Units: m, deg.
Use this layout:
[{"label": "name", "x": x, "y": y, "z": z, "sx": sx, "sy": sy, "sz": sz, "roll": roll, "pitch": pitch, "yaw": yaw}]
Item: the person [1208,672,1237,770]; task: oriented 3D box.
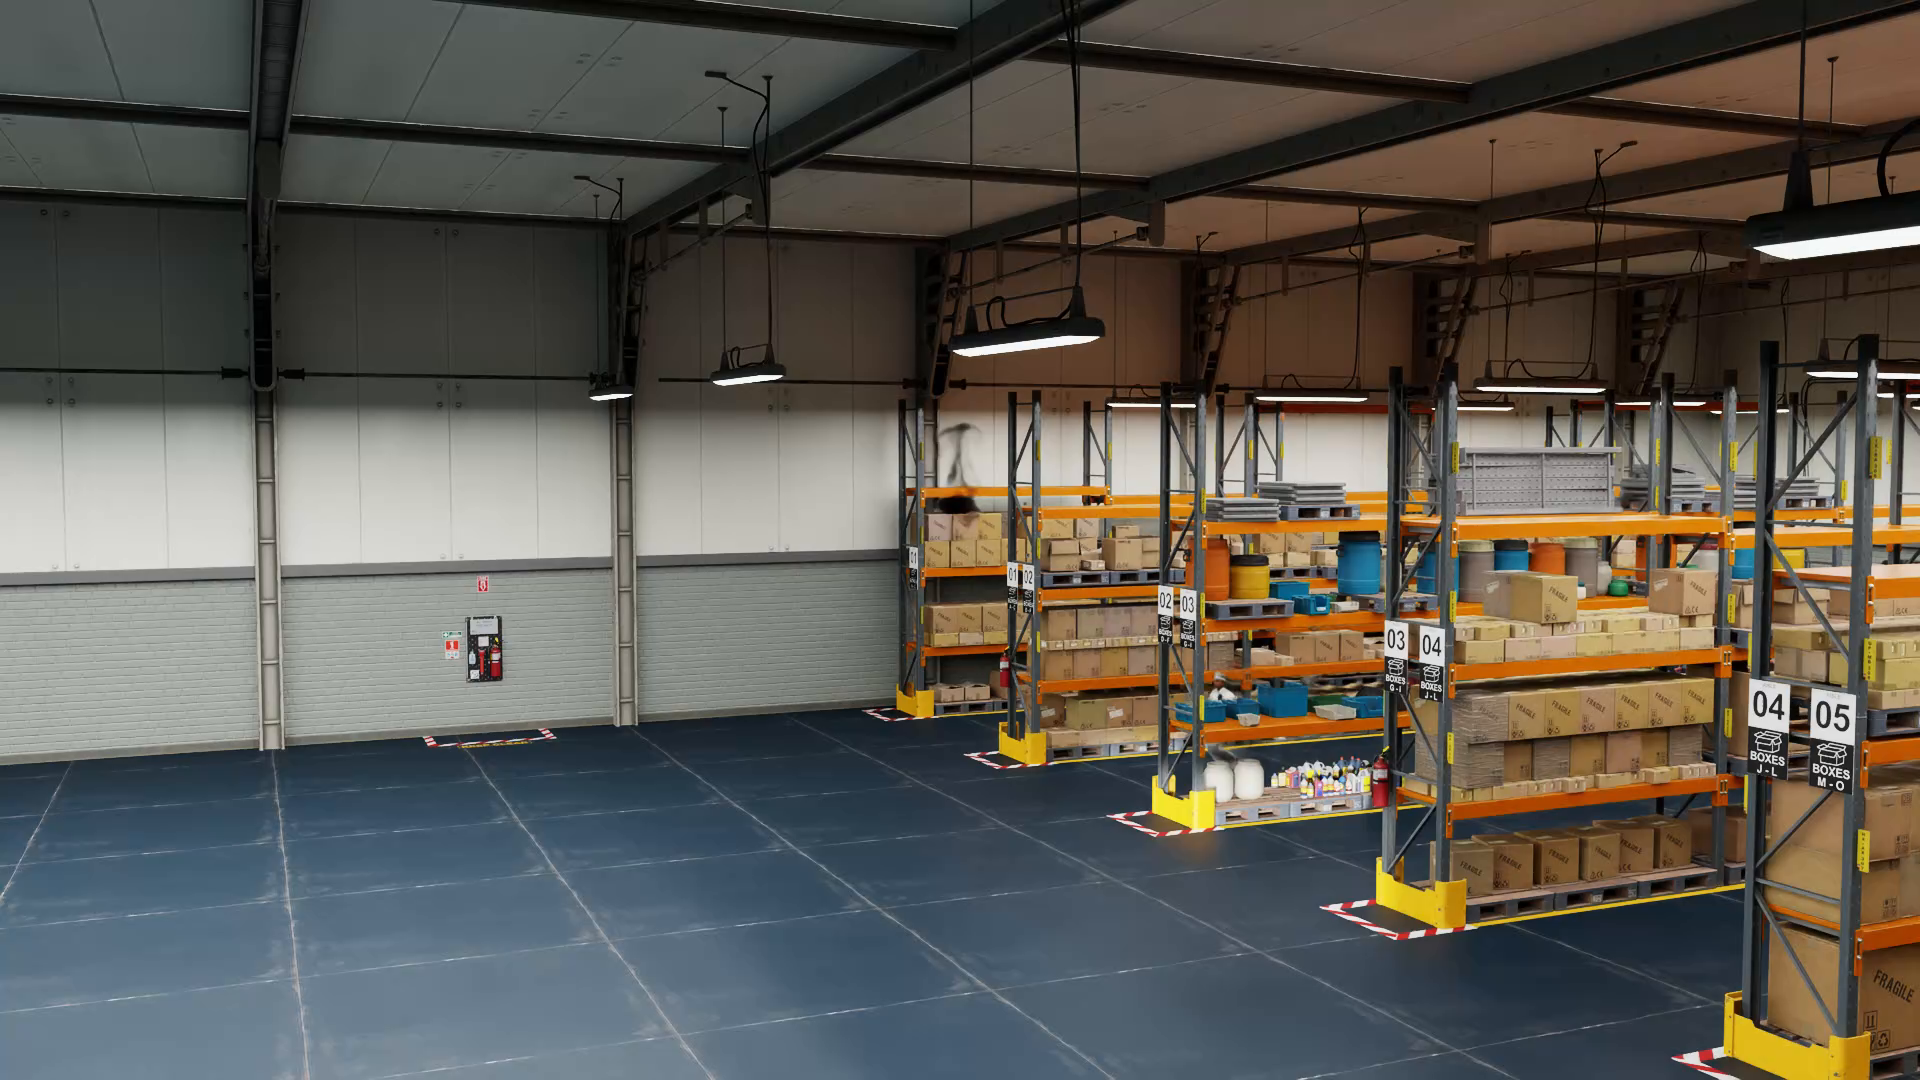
[{"label": "person", "x": 3.951, "y": 2.845, "z": 25.519, "sx": 0.529, "sy": 1.661, "sz": 0.570, "roll": -2, "pitch": 4, "yaw": -34}]

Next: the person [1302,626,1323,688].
[{"label": "person", "x": 6.823, "y": 2.416, "z": 31.999, "sx": 0.849, "sy": 1.765, "sz": 0.683, "roll": -2, "pitch": 4, "yaw": -36}]

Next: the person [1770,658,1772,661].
[{"label": "person", "x": 15.323, "y": 2.505, "z": 31.549, "sx": 0.747, "sy": 1.714, "sz": 0.591, "roll": -2, "pitch": 4, "yaw": -36}]
